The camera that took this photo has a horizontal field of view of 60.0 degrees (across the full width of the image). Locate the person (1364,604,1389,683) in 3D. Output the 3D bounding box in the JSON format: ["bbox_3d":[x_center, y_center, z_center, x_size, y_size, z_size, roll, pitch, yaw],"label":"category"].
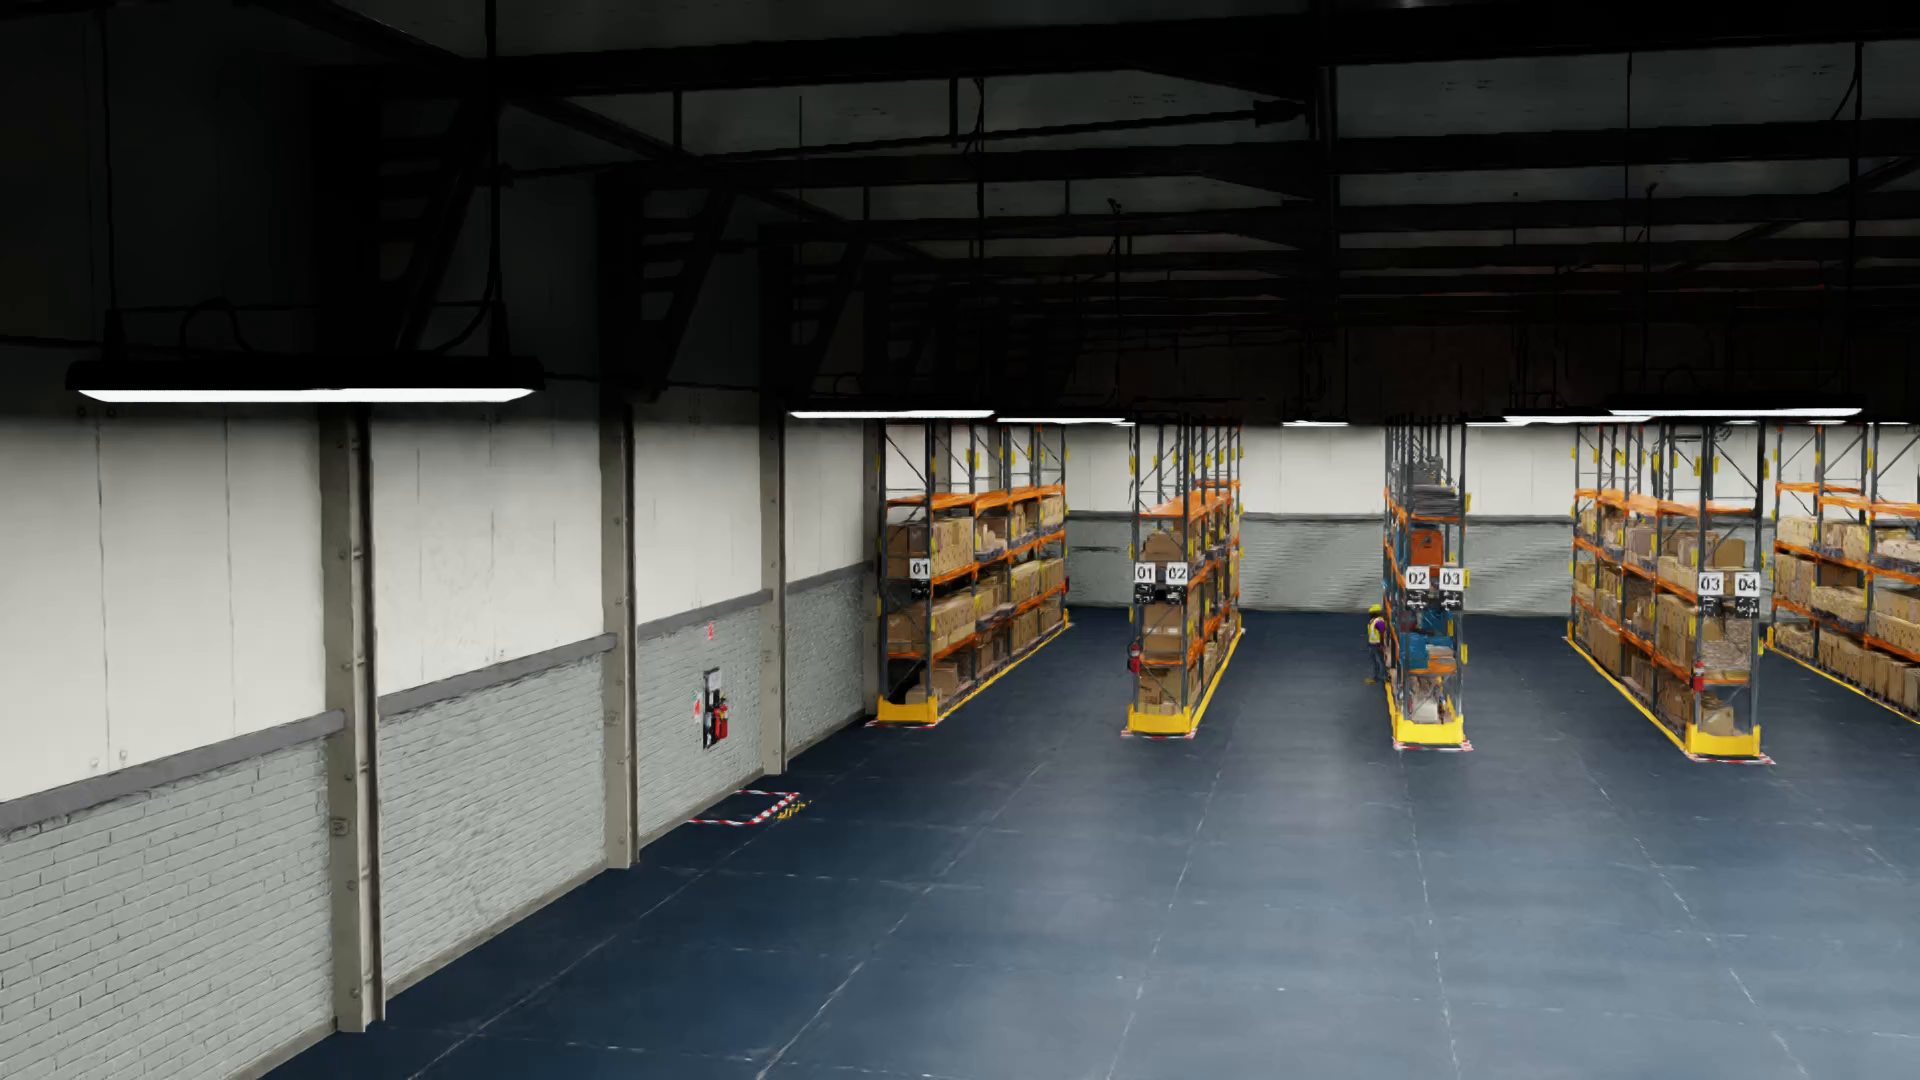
[{"bbox_3d":[9.367,2.325,37.315,0.467,1.771,0.686,0,4,-5],"label":"person"}]
